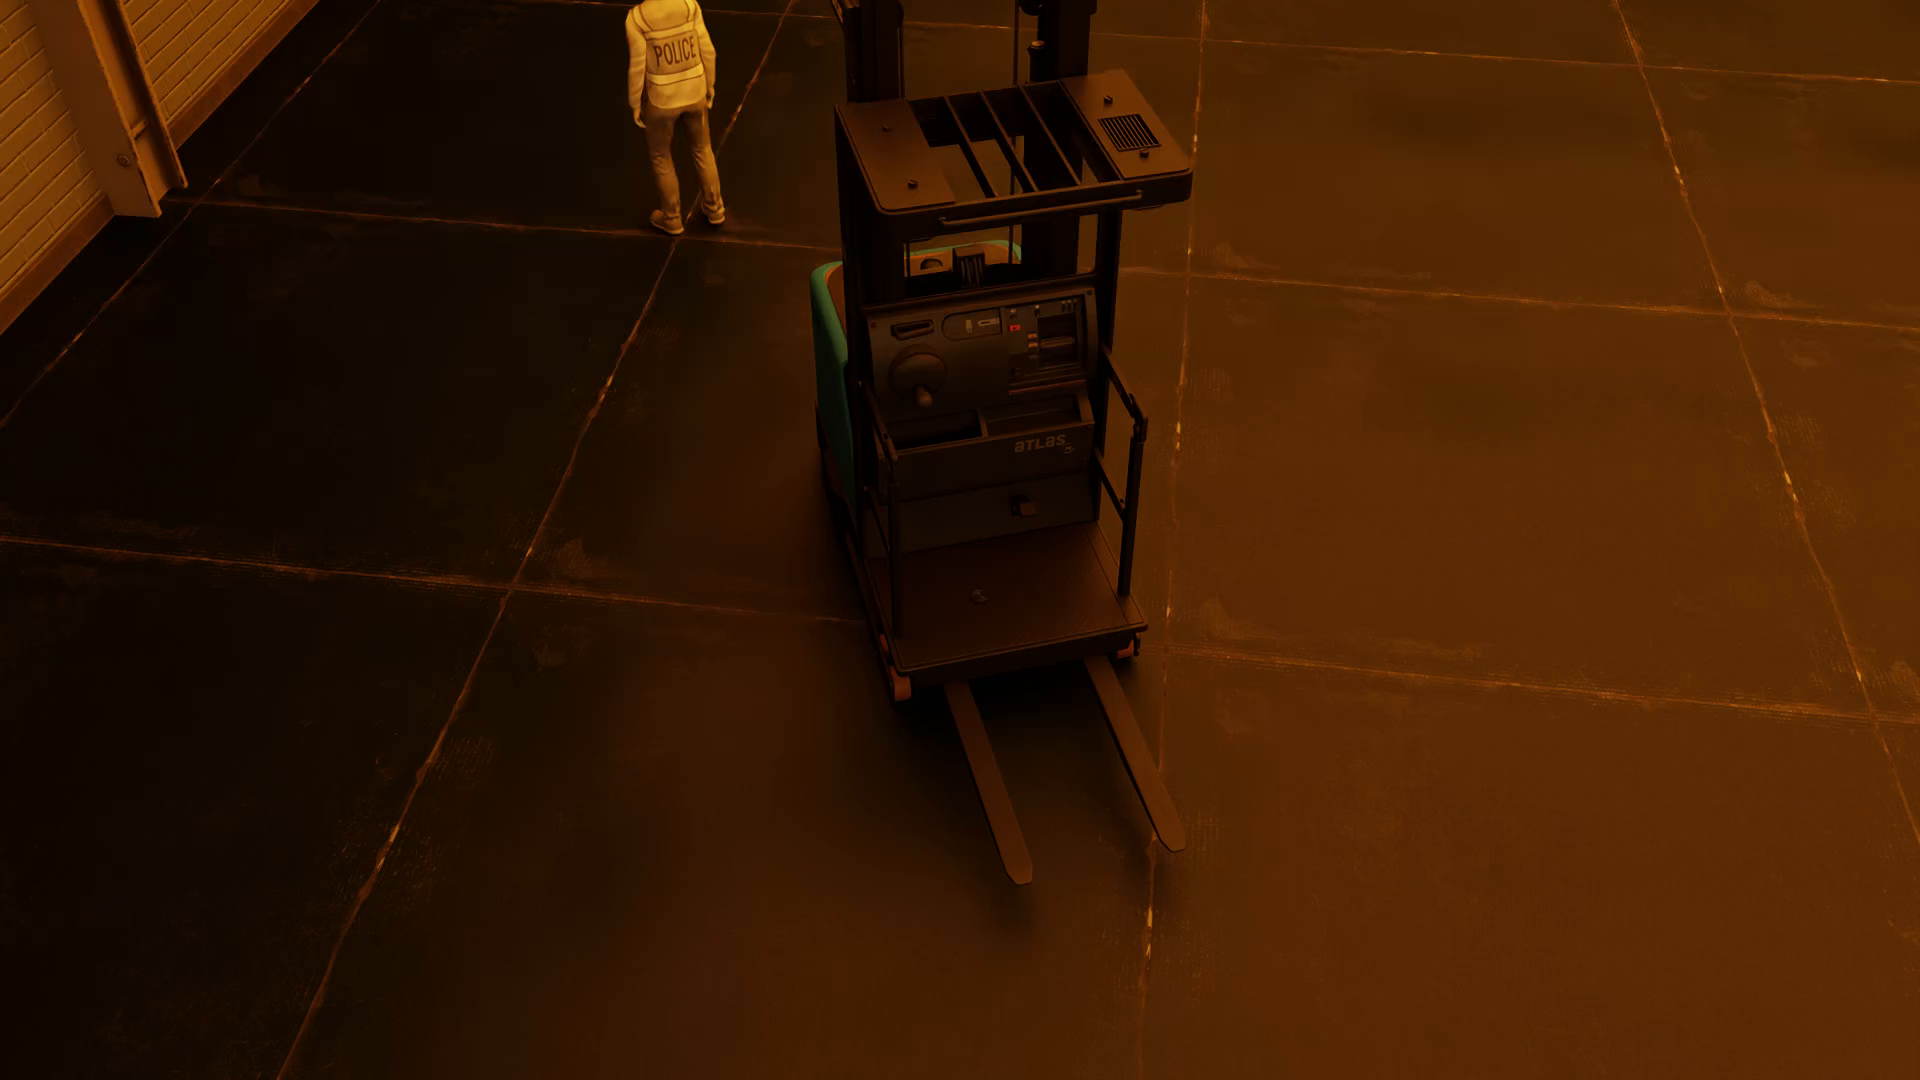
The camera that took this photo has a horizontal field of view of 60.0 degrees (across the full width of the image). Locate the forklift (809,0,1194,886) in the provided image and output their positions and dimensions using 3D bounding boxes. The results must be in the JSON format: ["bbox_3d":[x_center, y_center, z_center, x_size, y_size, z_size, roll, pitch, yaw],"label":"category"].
[{"bbox_3d":[0.153,-0.681,6.465,1.130,2.935,3.031,-10,44,-11],"label":"forklift"}]

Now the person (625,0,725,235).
[{"bbox_3d":[-1.620,-2.501,9.390,0.530,1.665,0.370,-21,47,-22],"label":"person"}]
